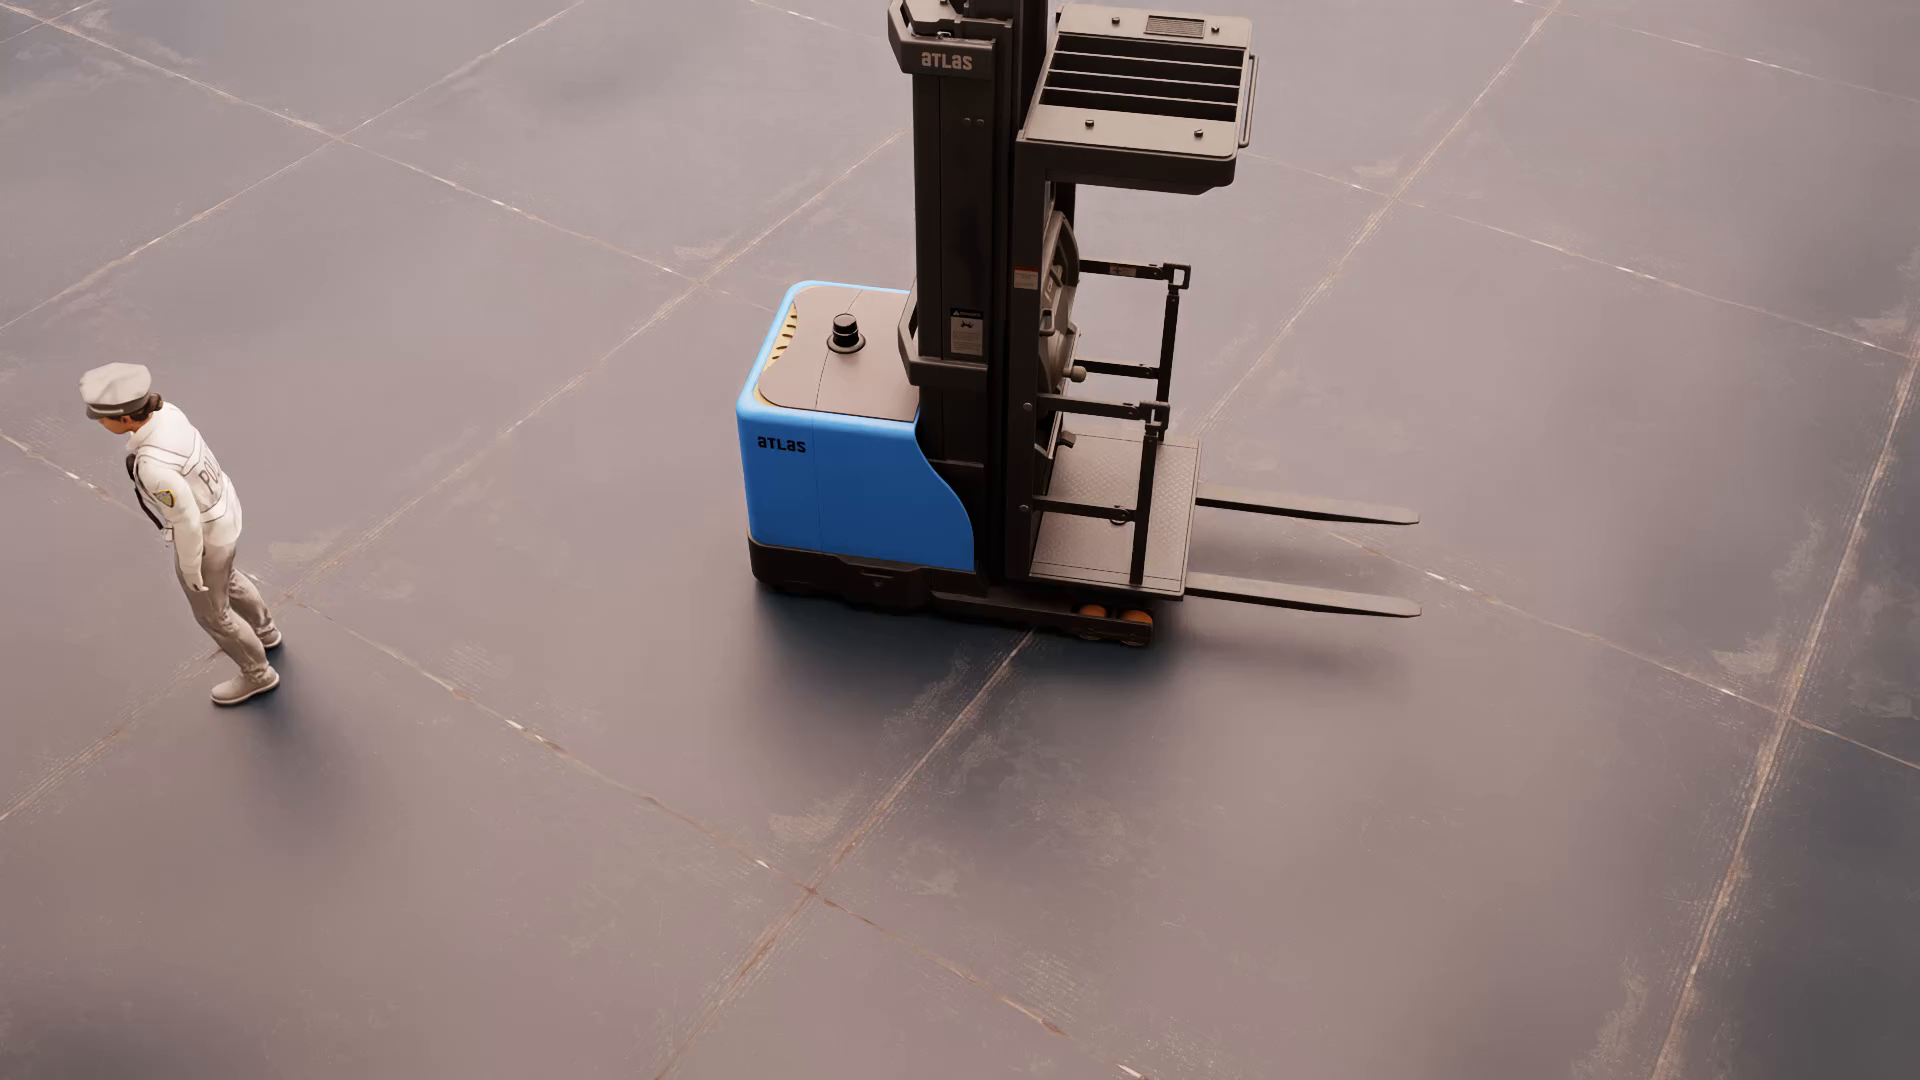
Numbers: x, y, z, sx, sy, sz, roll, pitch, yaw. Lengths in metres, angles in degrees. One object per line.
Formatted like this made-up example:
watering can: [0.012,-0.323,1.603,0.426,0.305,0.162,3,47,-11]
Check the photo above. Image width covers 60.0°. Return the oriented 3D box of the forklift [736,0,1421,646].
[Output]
forklift: [0.598,-0.987,6.890,3.031,2.935,1.130,7,44,8]

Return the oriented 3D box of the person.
person: [-3.122,-0.025,6.800,0.373,1.663,0.529,-11,44,-11]
